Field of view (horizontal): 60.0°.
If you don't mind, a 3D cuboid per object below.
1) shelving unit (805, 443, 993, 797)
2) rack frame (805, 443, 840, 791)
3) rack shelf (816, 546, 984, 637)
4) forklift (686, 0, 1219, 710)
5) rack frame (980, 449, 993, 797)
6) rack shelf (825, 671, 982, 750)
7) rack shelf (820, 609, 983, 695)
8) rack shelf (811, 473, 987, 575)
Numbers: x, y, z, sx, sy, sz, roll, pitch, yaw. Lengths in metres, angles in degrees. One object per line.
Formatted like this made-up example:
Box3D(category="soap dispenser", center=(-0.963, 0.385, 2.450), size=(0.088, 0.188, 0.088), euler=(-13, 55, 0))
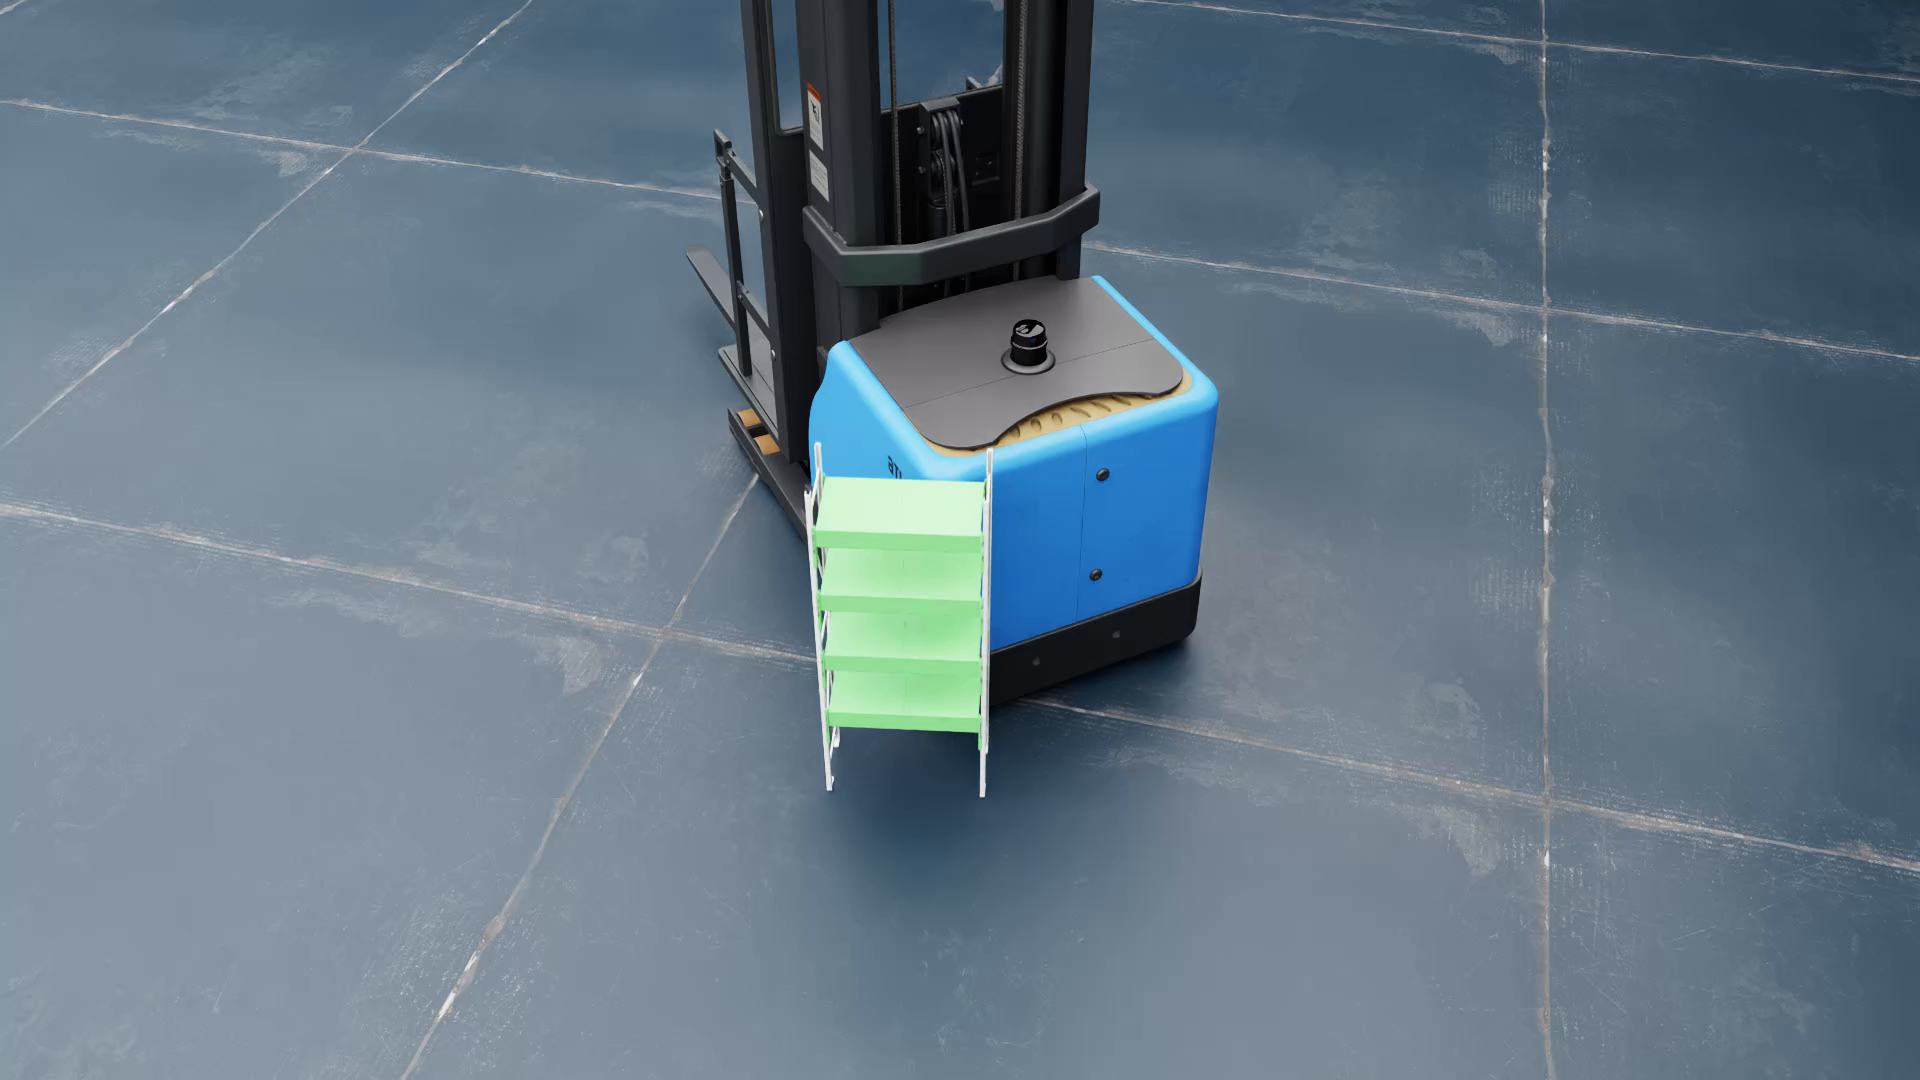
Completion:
Box3D(category="shelving unit", center=(-0.166, 0.271, 4.994), size=(0.503, 1.200, 0.258), euler=(2, 40, 3))
Box3D(category="rack frame", center=(-0.409, 0.262, 5.005), size=(0.015, 1.200, 0.240), euler=(2, 40, 3))
Box3D(category="rack shelf", center=(-0.166, 0.136, 4.881), size=(0.480, 0.148, 0.258), euler=(2, 40, 3))
Box3D(category="forklift", center=(-0.272, -1.484, 5.738), size=(1.130, 2.935, 3.031), euler=(-17, 43, -19))
Box3D(category="rack frame", center=(0.078, 0.280, 4.984), size=(0.015, 1.200, 0.240), euler=(2, 40, 3))
Box3D(category="rack shelf", center=(-0.166, 0.504, 5.190), size=(0.480, 0.148, 0.258), euler=(2, 40, 3))
Box3D(category="rack shelf", center=(-0.166, 0.320, 5.035), size=(0.480, 0.148, 0.258), euler=(2, 40, 3))
Box3D(category="rack shelf", center=(-0.166, -0.048, 4.727), size=(0.480, 0.148, 0.258), euler=(2, 40, 3))
